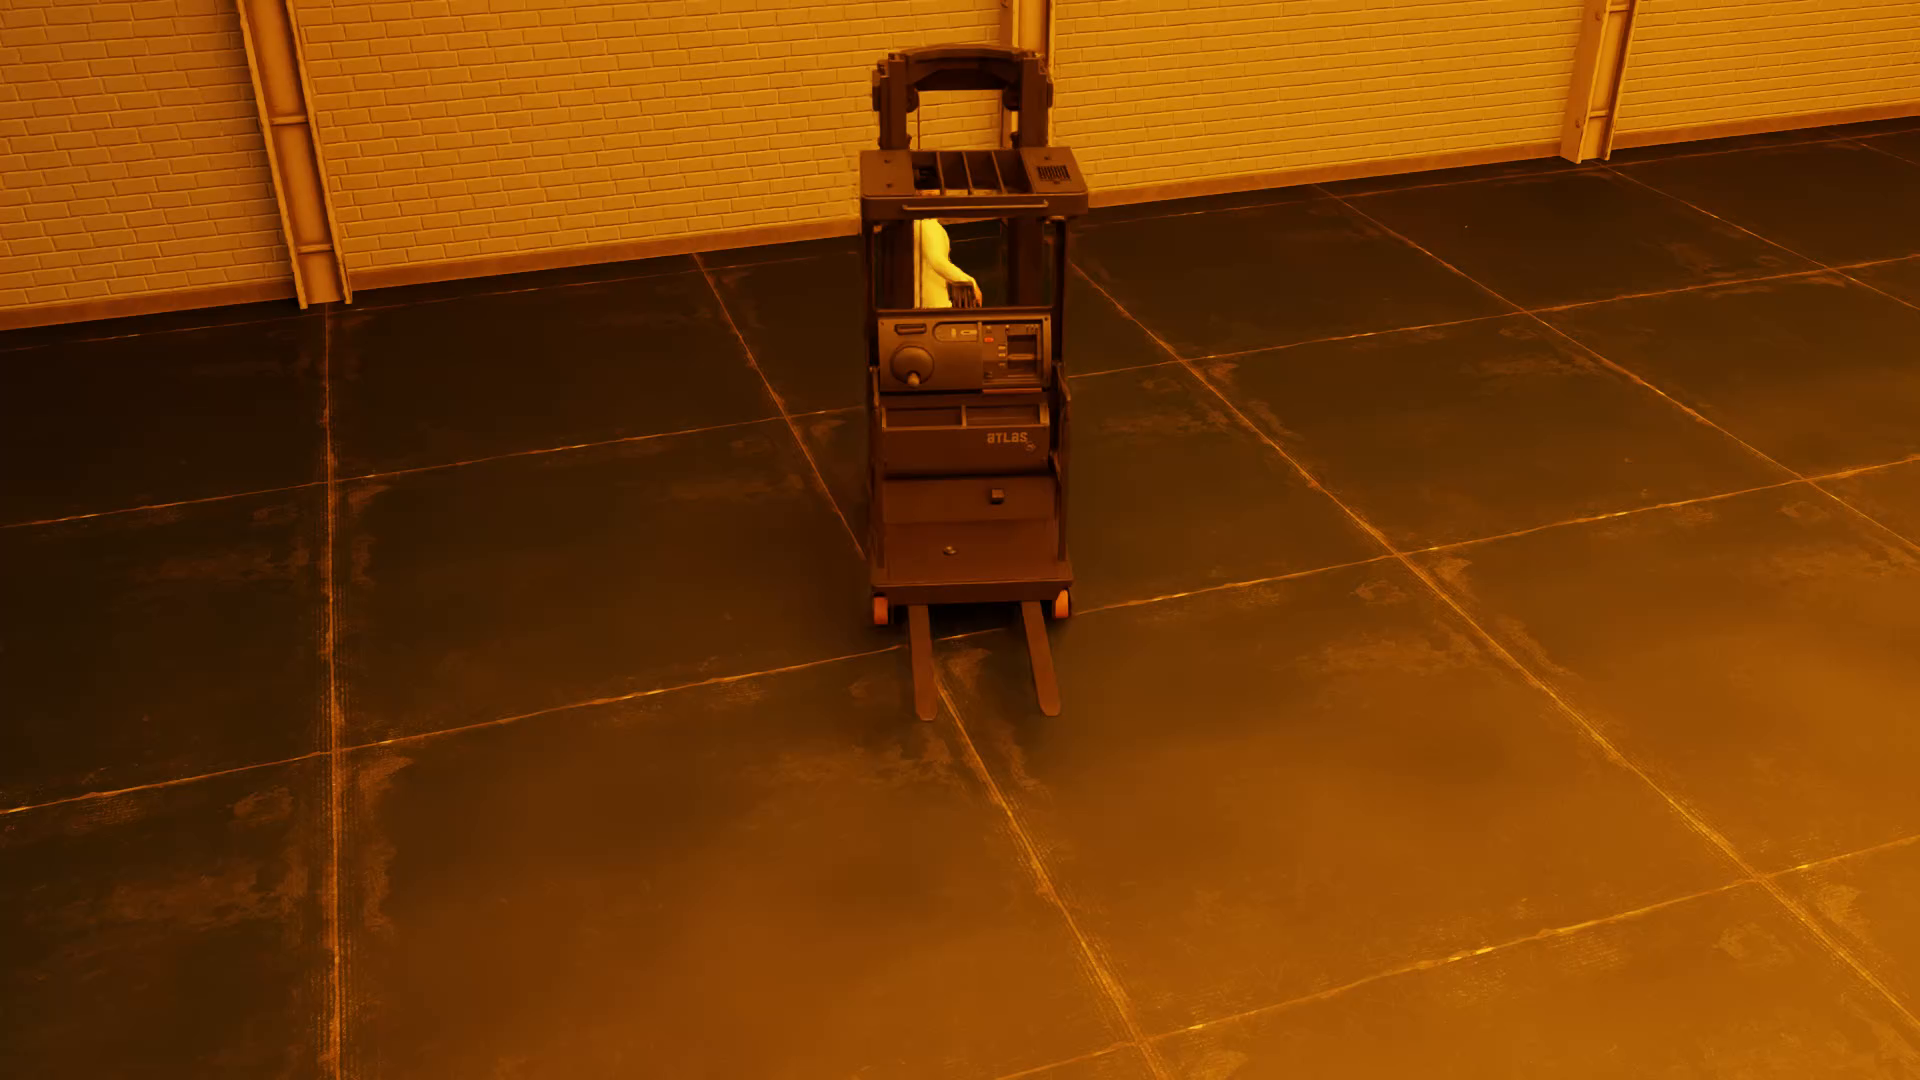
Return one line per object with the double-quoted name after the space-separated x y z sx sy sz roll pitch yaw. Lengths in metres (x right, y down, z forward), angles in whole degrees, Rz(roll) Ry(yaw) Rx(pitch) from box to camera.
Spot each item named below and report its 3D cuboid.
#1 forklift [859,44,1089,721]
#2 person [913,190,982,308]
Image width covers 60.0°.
0.043 -0.967 8.767 1.130 2.935 3.031 -2 30 -3 "forklift"
0.031 -1.585 11.318 0.933 1.465 1.090 -9 31 -16 "person"
